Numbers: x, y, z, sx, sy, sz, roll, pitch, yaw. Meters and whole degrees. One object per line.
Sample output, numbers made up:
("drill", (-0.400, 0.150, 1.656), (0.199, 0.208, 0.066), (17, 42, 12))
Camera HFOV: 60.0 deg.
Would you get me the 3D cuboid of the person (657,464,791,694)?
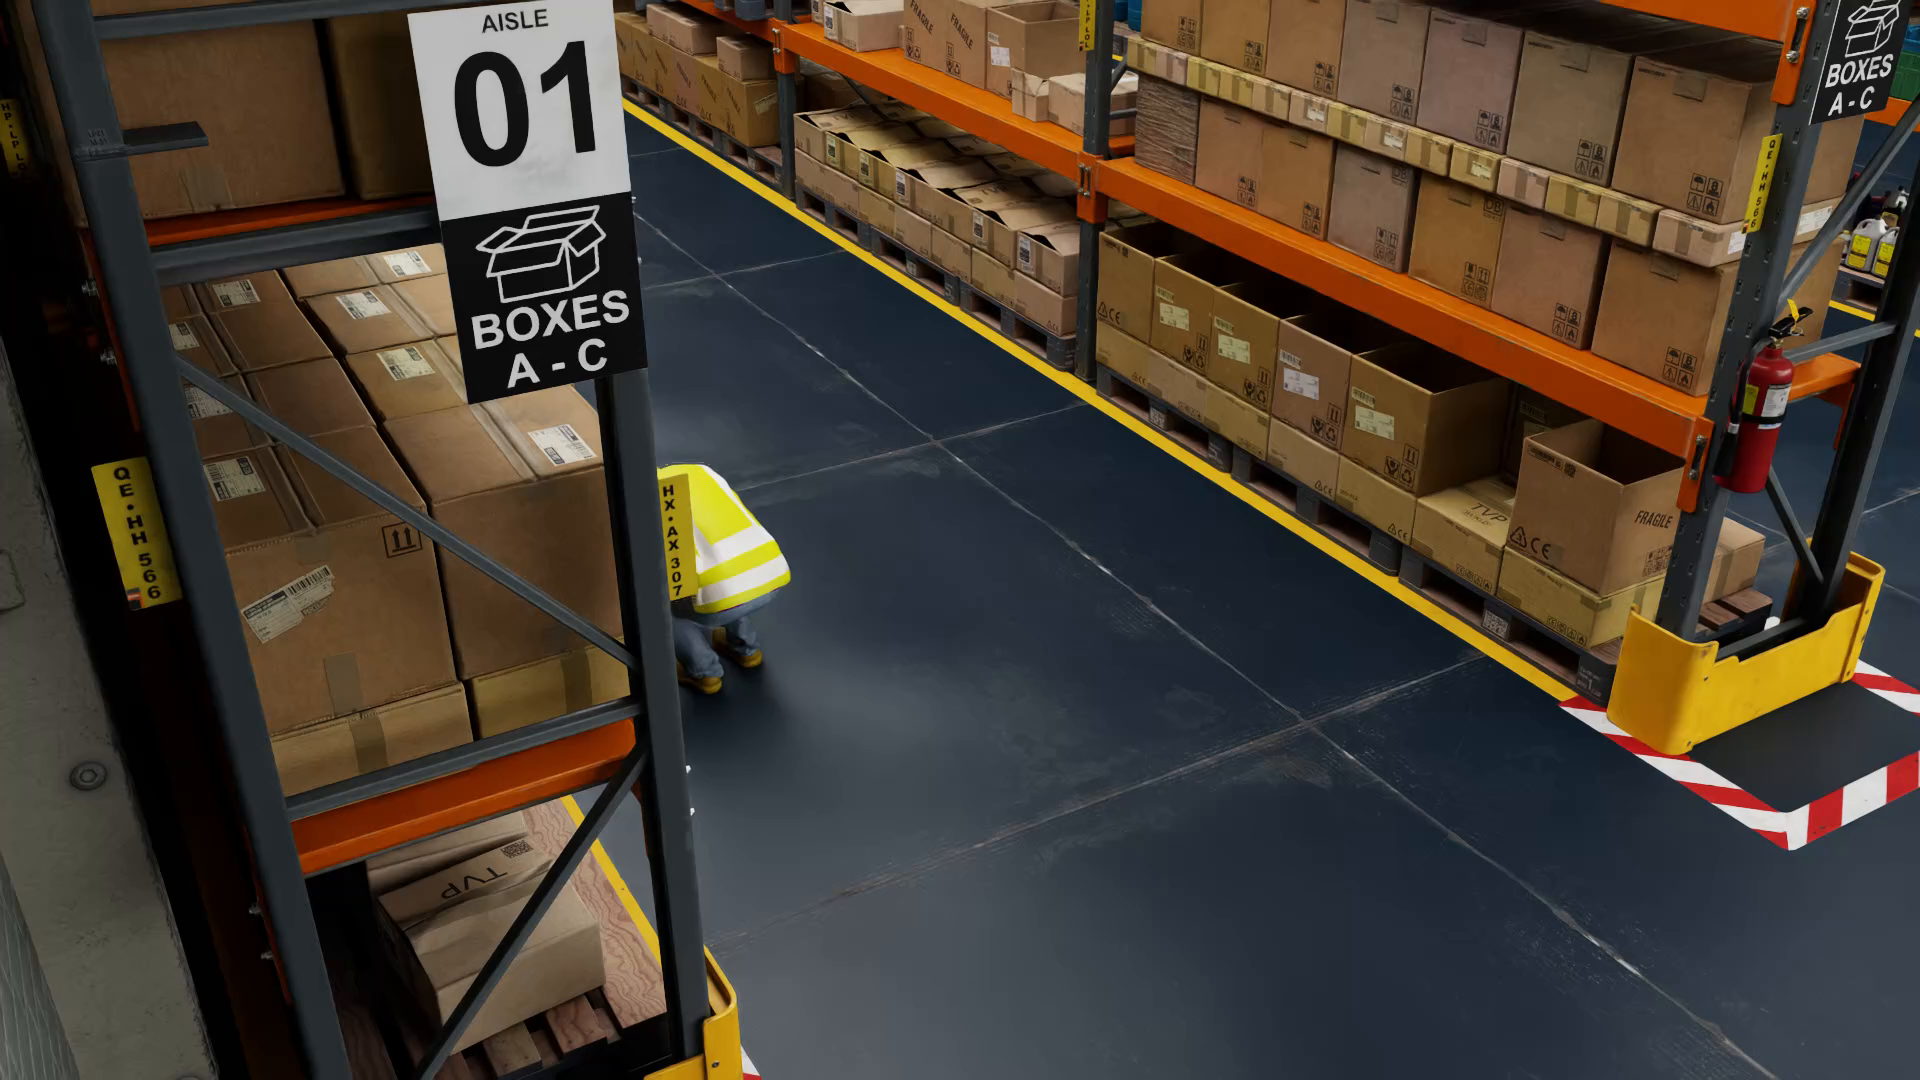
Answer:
("person", (-1.121, 0.100, 6.798), (0.567, 0.926, 0.897), (-24, 37, -37))
